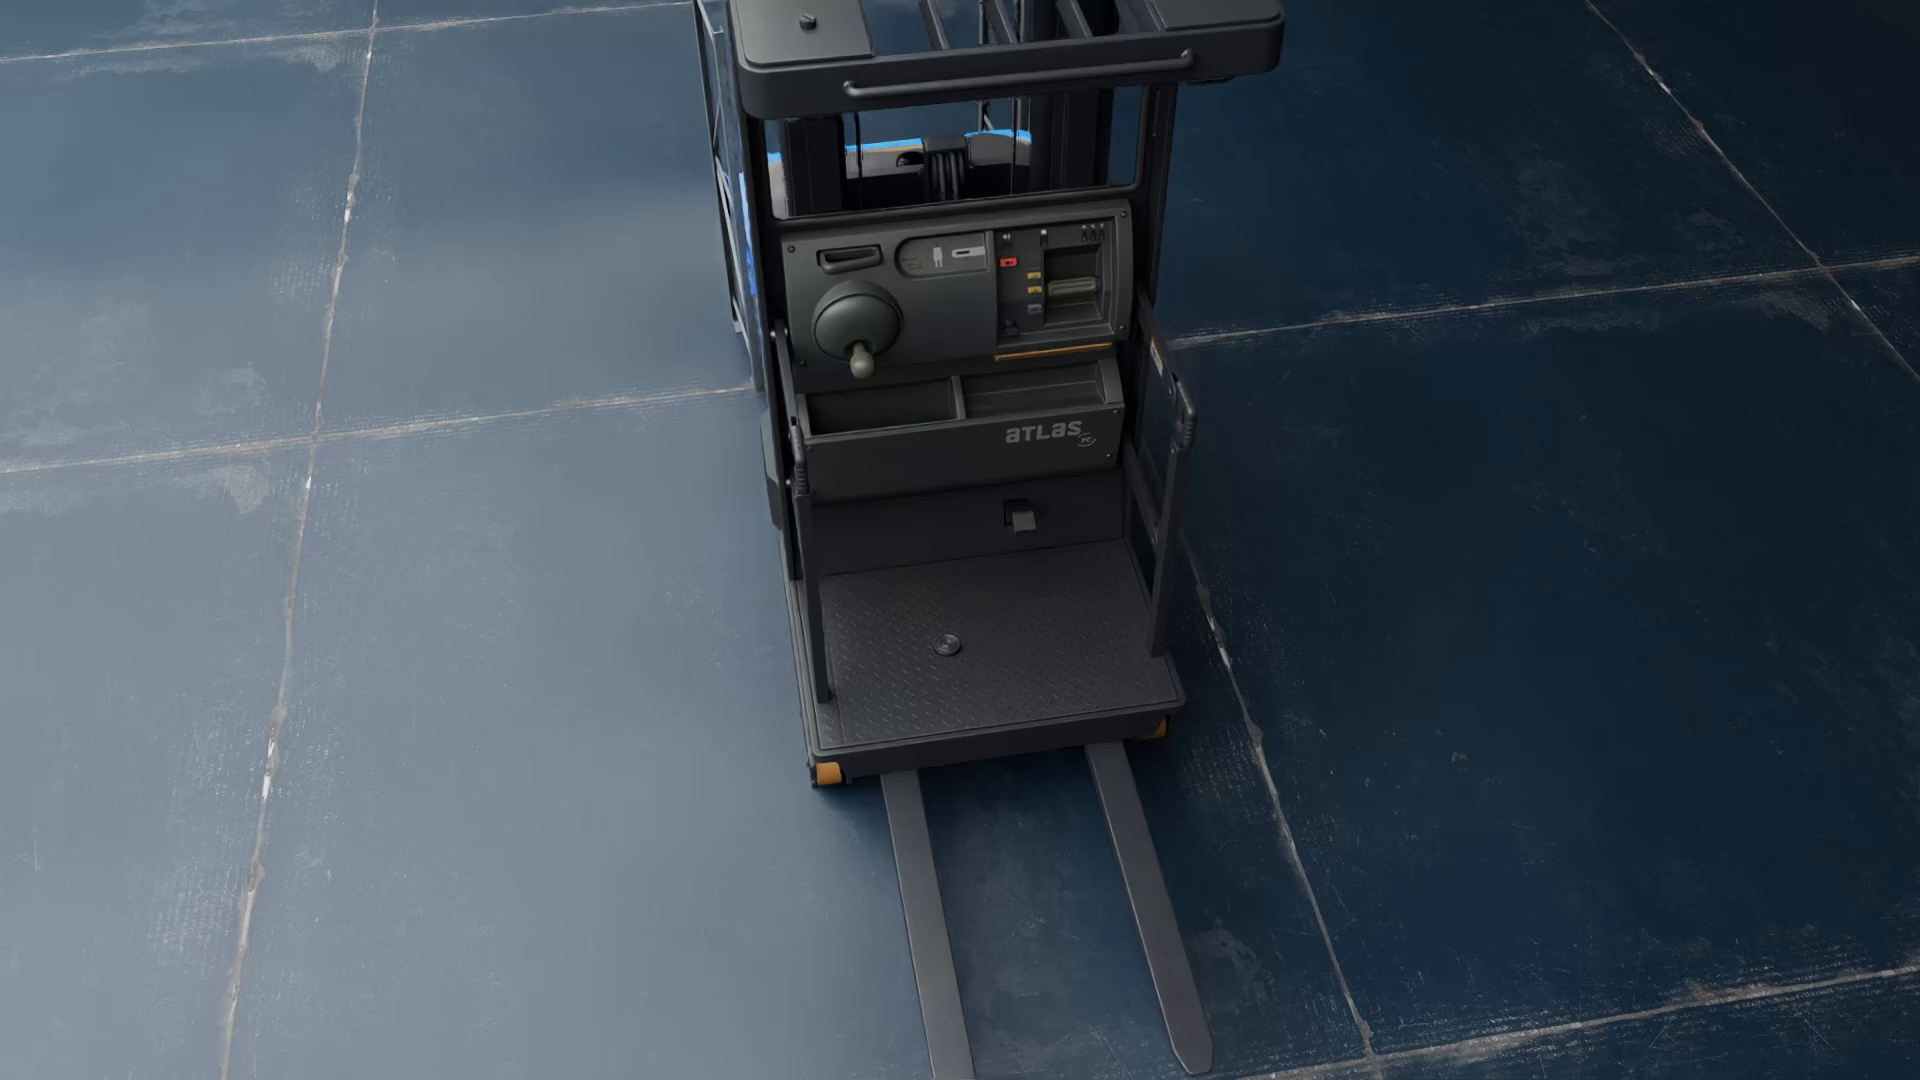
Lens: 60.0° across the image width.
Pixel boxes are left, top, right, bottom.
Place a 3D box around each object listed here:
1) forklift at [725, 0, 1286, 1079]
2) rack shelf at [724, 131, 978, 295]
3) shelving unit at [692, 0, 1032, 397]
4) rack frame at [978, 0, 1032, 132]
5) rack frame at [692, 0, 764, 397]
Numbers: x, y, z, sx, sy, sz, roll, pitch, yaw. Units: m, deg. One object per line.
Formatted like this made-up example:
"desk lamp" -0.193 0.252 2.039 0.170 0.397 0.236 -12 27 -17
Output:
"forklift" 0.041 -0.565 4.259 1.130 2.935 3.031 -7 46 -7
"rack shelf" -0.336 -1.214 6.128 1.000 0.185 0.538 -12 47 -11
"shelving unit" -0.336 -1.339 5.998 1.048 1.500 0.538 -12 47 -11
"rack frame" 0.152 -1.441 6.097 0.032 1.500 0.500 -12 47 -11
"rack frame" -0.824 -1.236 5.900 0.032 1.500 0.500 -12 47 -11
